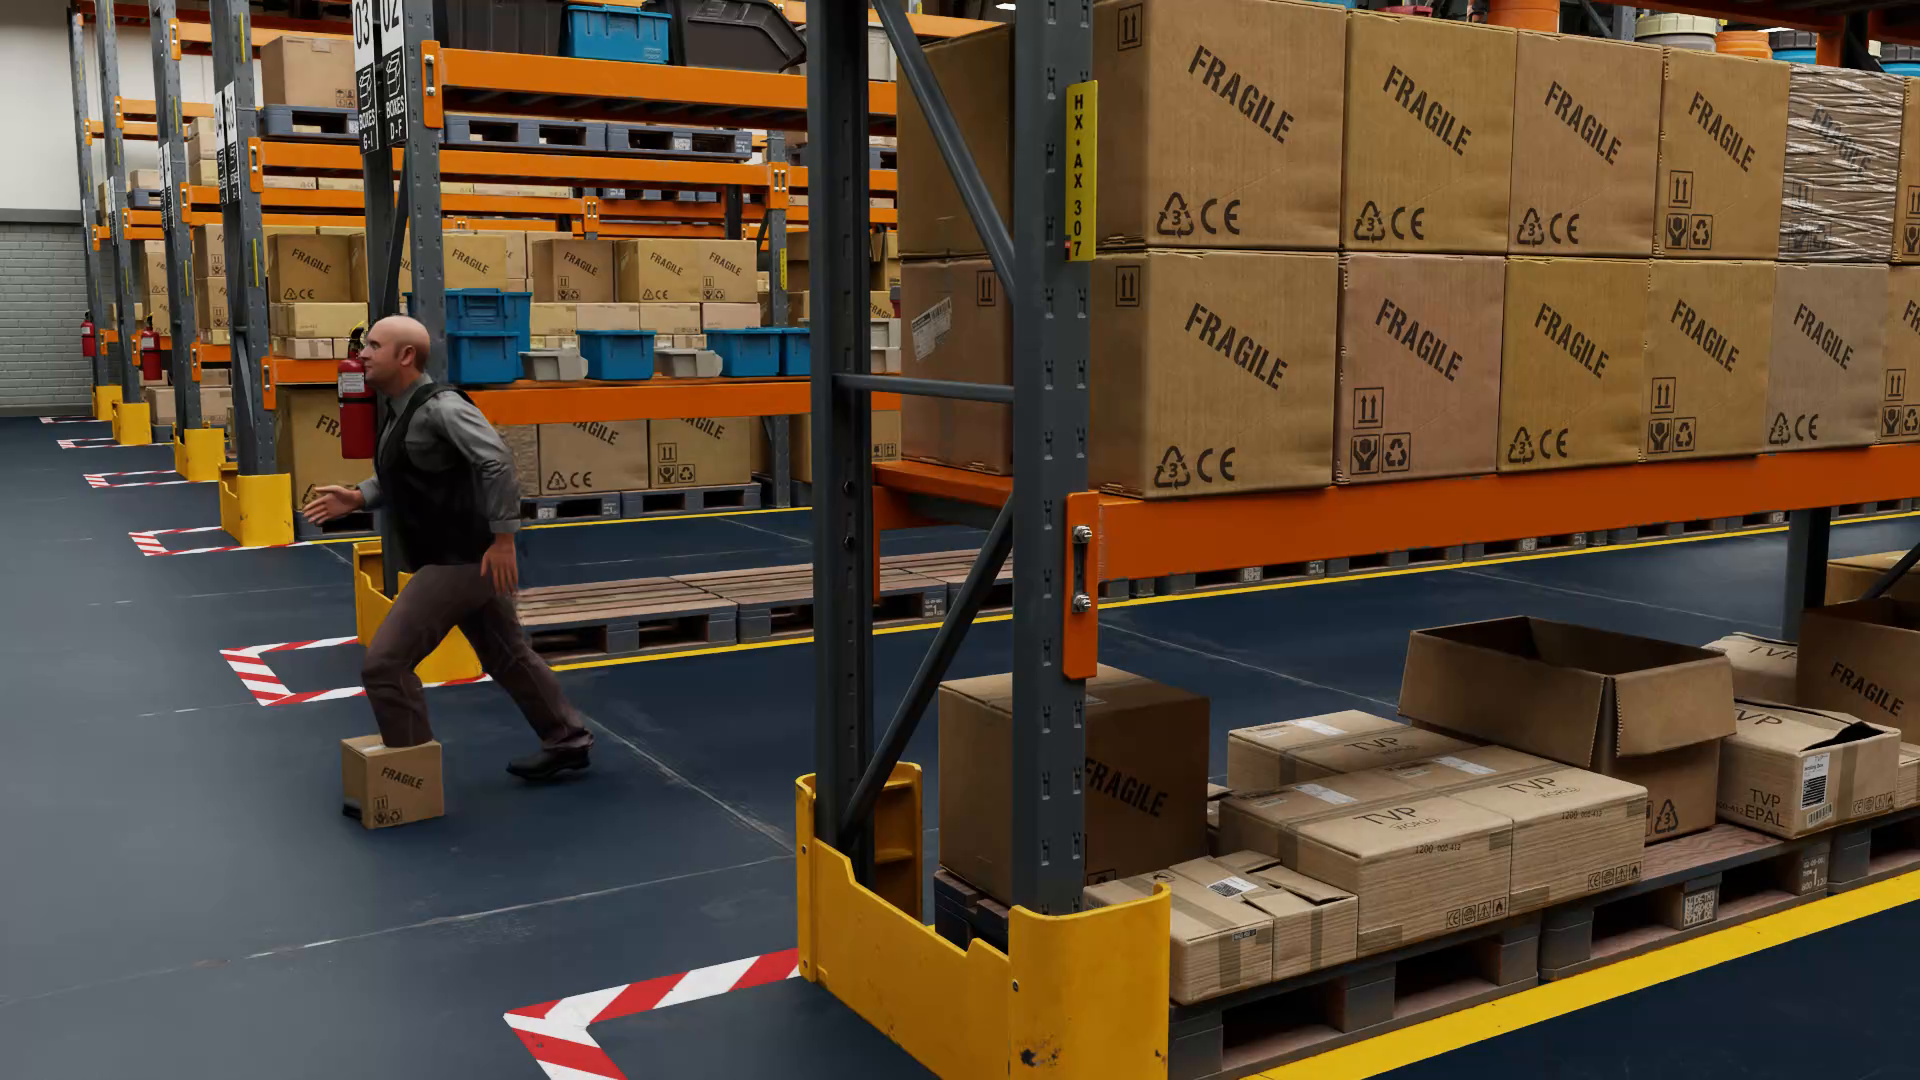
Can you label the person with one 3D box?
[{"bbox_3d":[-1.706,0.067,5.627,0.936,1.637,0.663,-4,9,-24],"label":"person"}]
